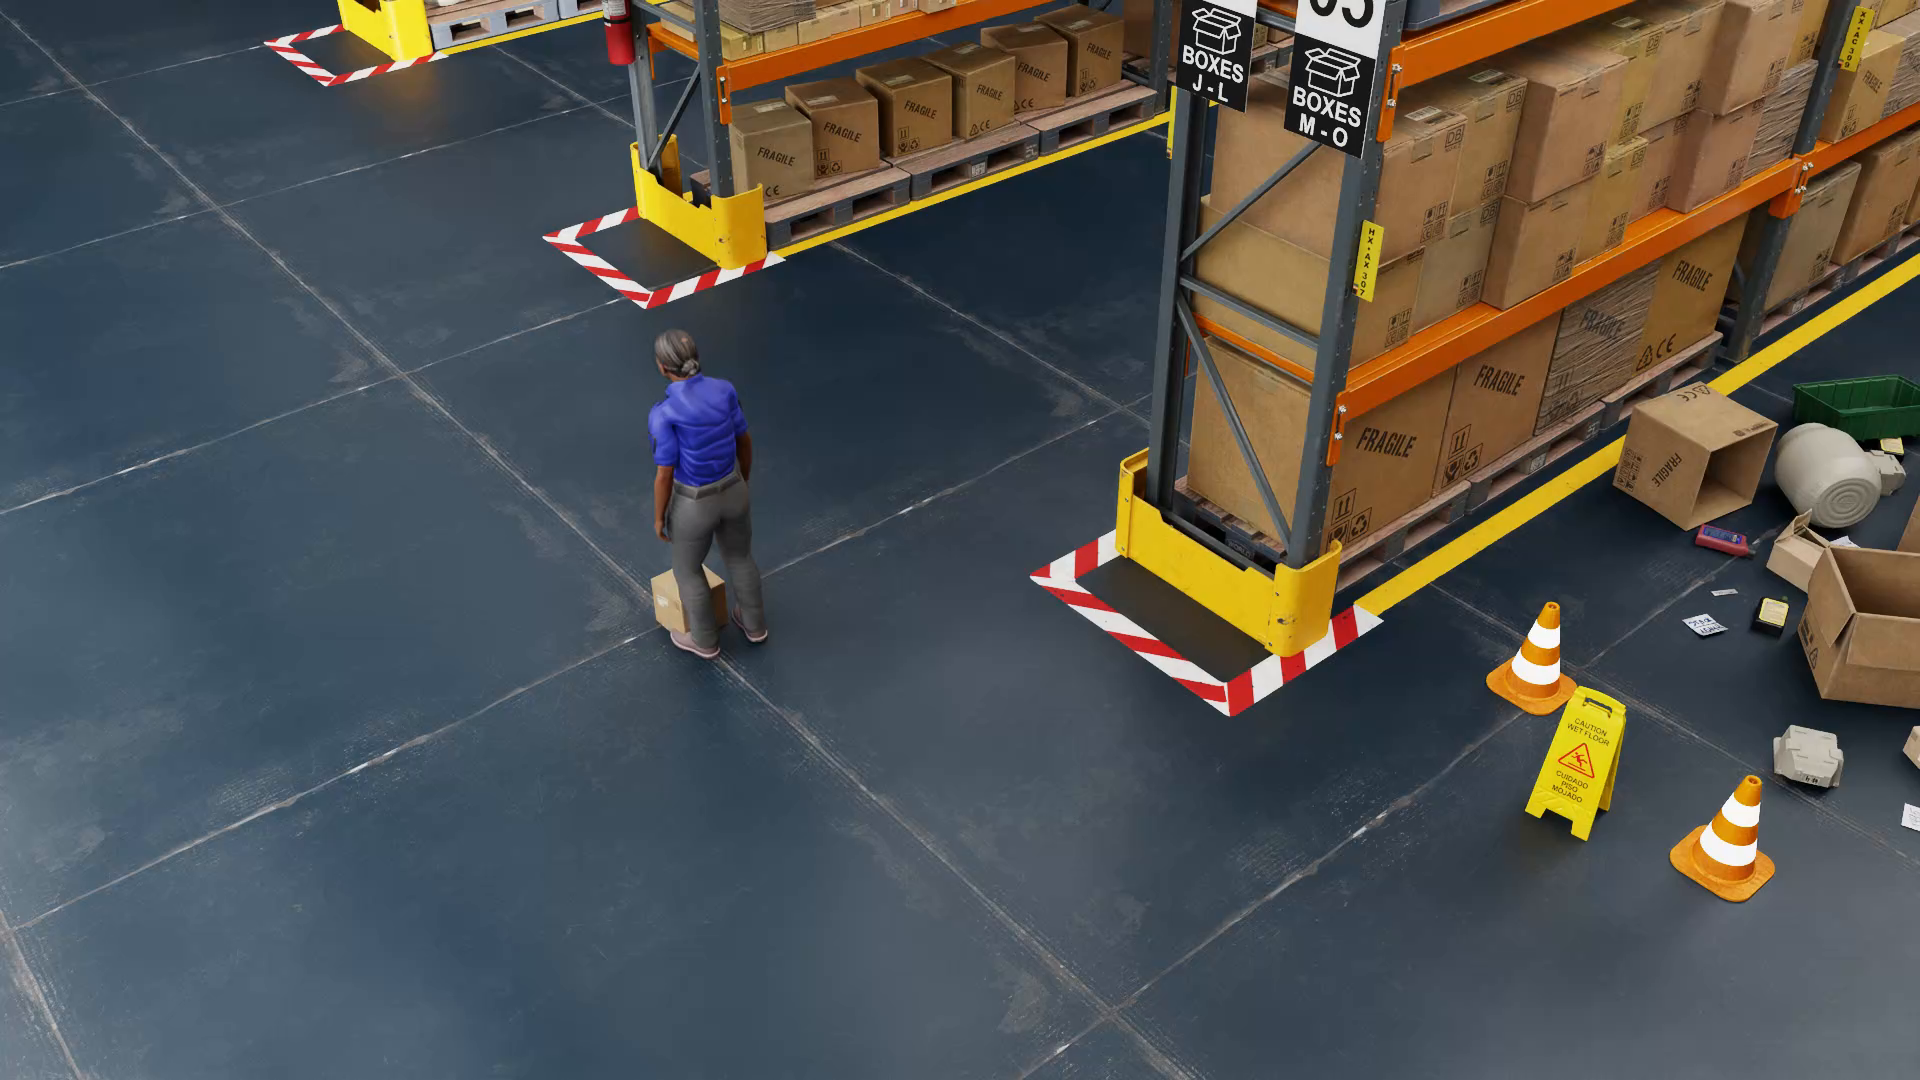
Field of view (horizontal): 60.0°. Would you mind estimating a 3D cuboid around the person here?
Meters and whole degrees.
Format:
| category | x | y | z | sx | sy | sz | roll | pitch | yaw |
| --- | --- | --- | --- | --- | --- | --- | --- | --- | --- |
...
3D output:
| category | x | y | z | sx | sy | sz | roll | pitch | yaw |
| --- | --- | --- | --- | --- | --- | --- | --- | --- | --- |
| person | -1.134 | -0.187 | 7.337 | 0.512 | 1.654 | 0.392 | -27 | 44 | -32 |
